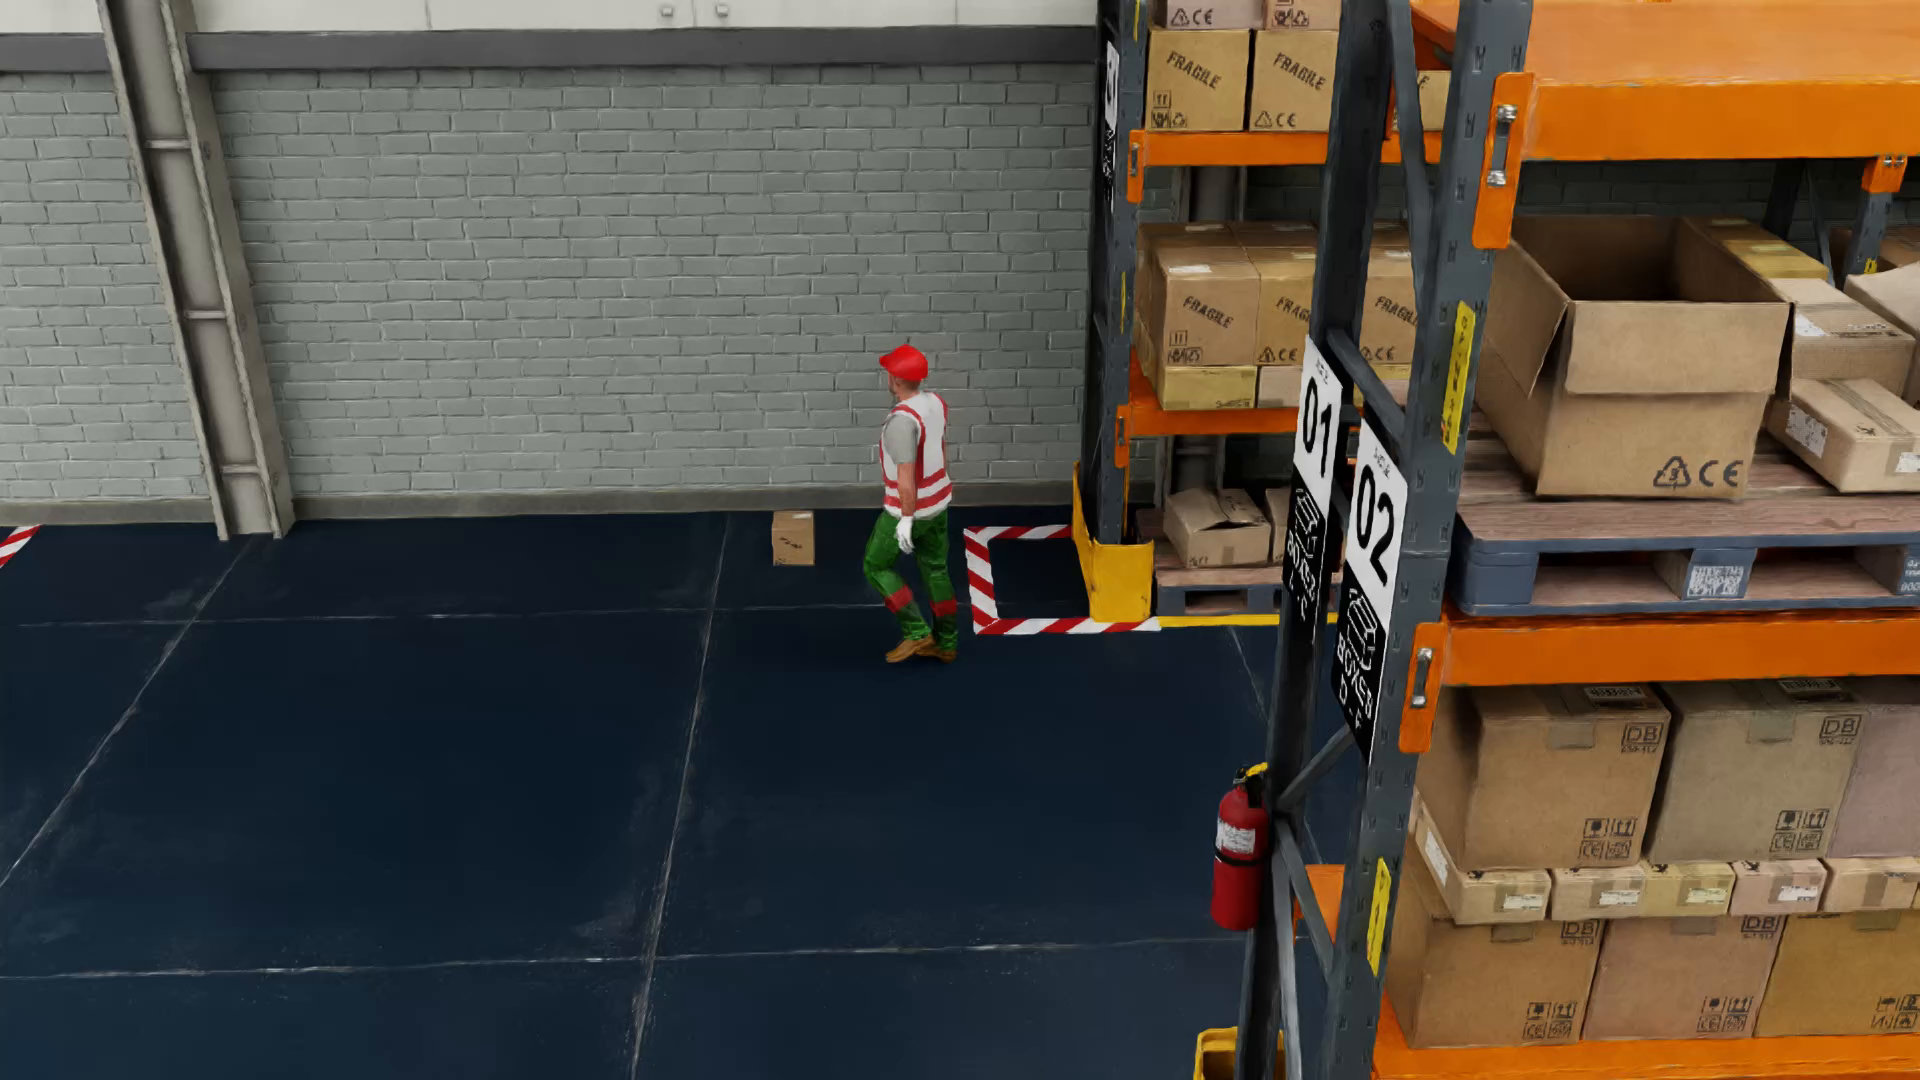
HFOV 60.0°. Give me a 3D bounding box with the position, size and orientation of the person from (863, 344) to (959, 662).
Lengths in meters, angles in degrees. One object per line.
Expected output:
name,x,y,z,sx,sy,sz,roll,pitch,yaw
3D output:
person,-0.237,-0.177,8.897,0.489,1.774,0.573,15,31,27
